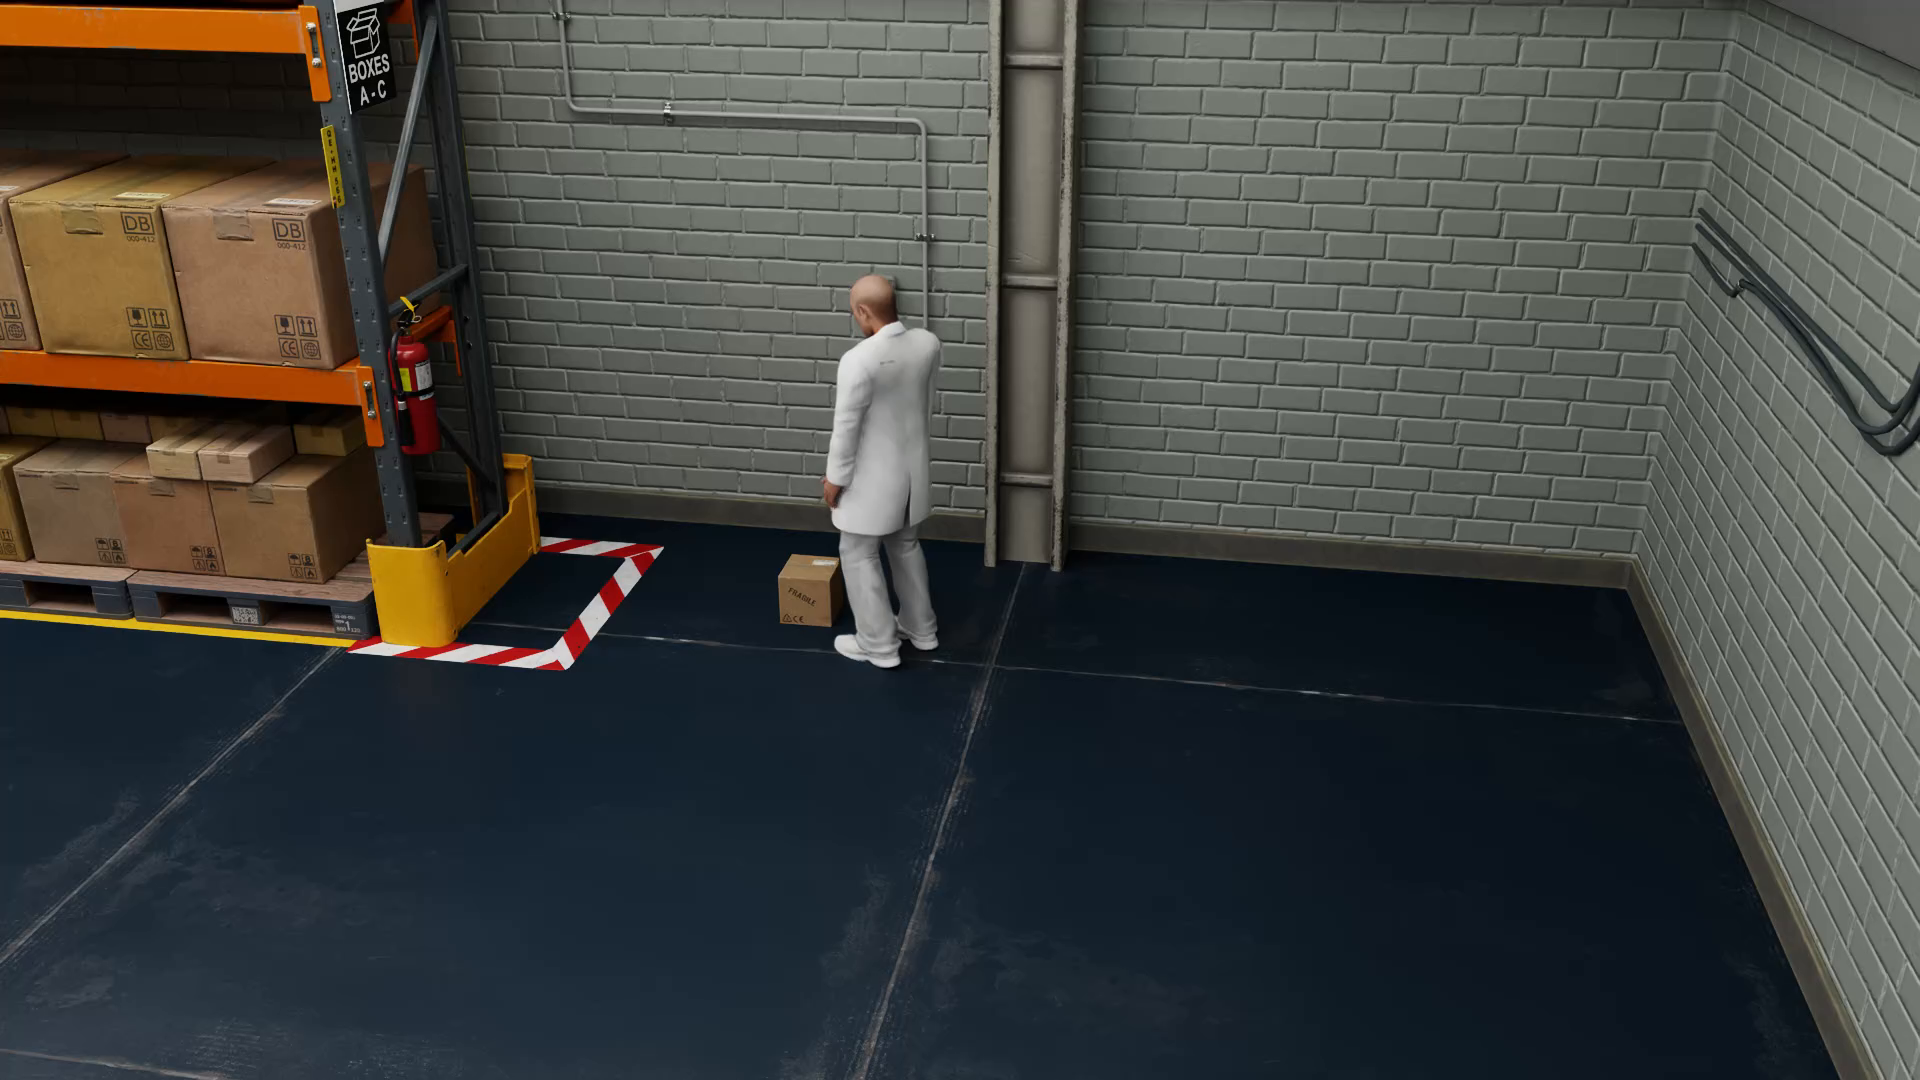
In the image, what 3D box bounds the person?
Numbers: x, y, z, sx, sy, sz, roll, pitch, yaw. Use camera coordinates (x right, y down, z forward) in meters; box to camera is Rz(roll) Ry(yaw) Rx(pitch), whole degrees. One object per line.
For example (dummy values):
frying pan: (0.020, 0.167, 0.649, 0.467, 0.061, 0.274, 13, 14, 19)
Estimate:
person: (-0.355, -0.295, 7.300, 0.372, 1.769, 0.562, 22, 32, 39)
